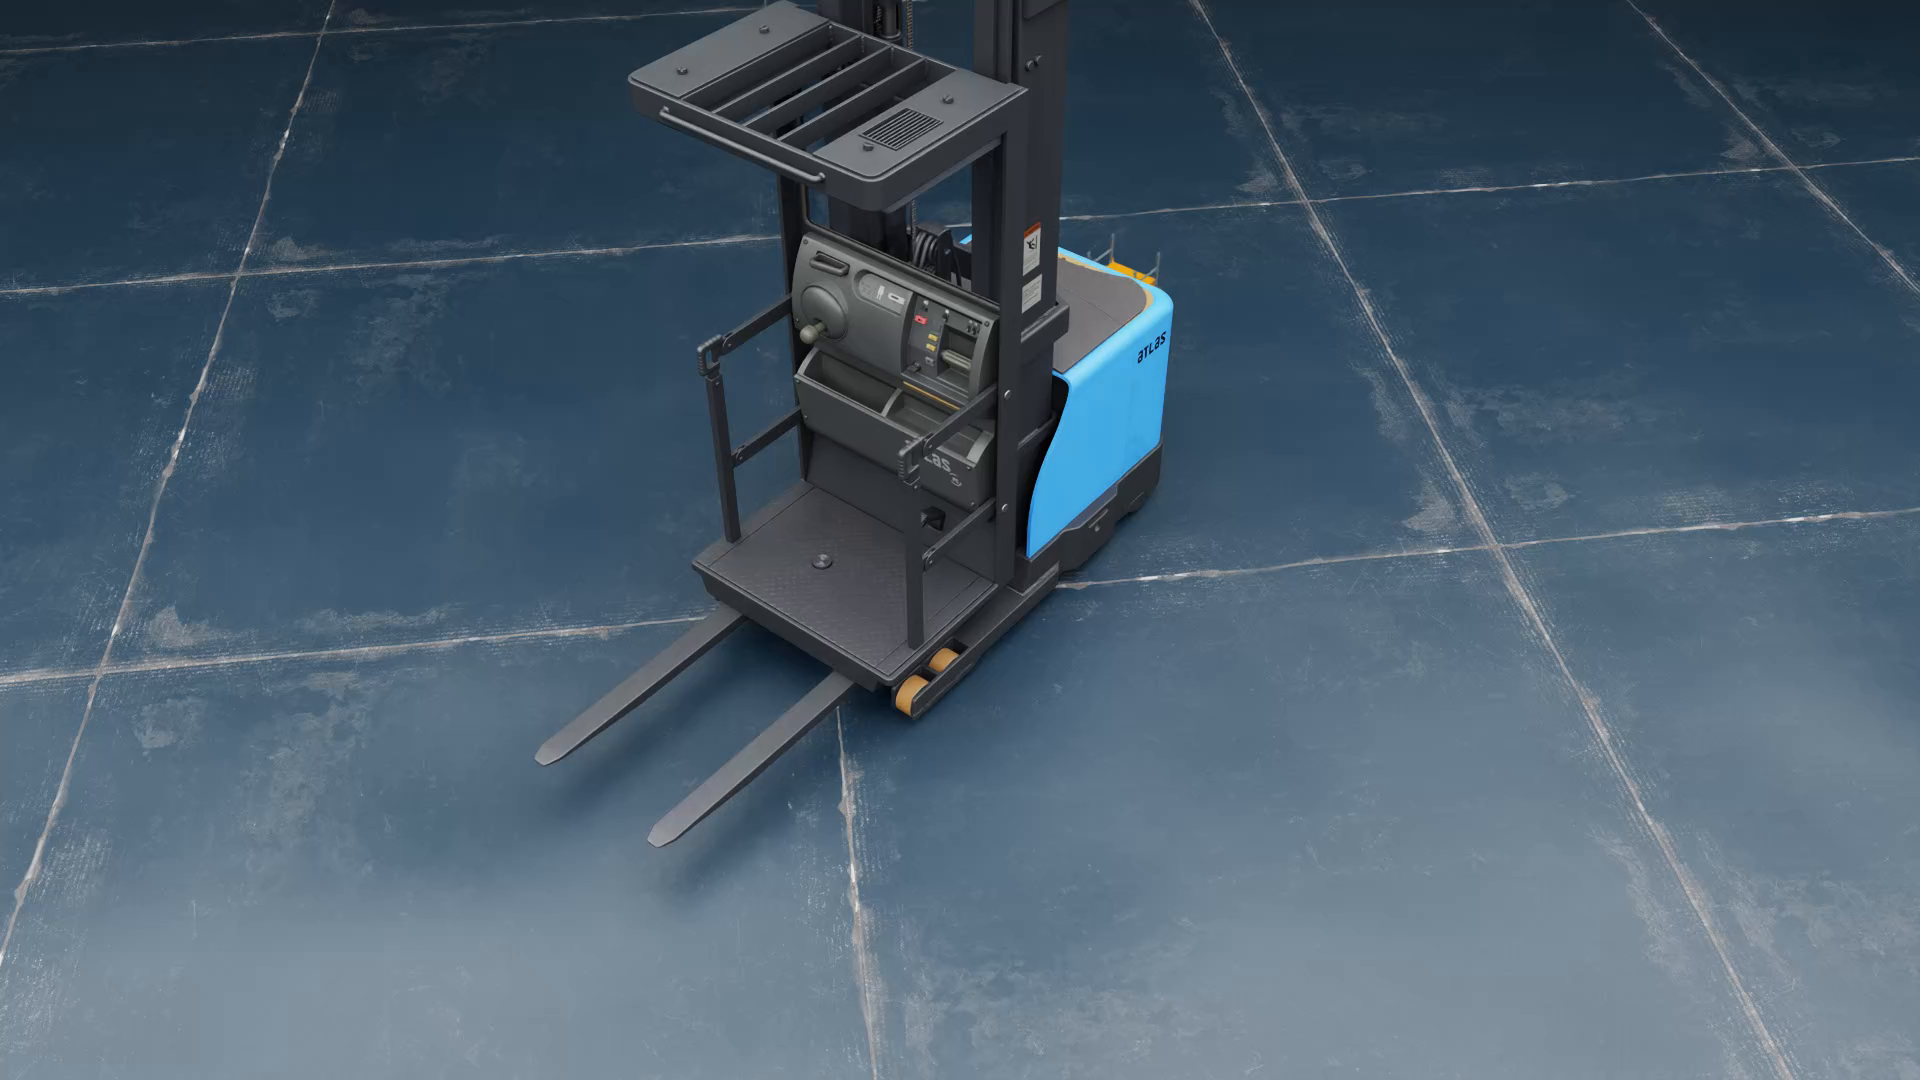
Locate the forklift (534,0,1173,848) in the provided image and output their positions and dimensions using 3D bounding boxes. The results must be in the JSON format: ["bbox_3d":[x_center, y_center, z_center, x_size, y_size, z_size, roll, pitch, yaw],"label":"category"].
[{"bbox_3d":[-0.393,-0.758,6.118,1.130,2.935,3.031,28,49,28],"label":"forklift"}]

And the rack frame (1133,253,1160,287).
[{"bbox_3d":[0.814,-0.819,7.589,0.008,1.050,0.200,28,49,28],"label":"rack frame"}]

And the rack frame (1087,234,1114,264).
[{"bbox_3d":[0.623,-0.920,7.702,0.008,1.050,0.200,28,49,28],"label":"rack frame"}]

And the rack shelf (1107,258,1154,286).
[{"bbox_3d":[0.718,-1.072,7.462,0.240,0.259,0.215,28,49,28],"label":"rack shelf"}]

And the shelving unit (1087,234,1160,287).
[{"bbox_3d":[0.718,-0.869,7.645,0.252,1.050,0.215,28,49,28],"label":"shelving unit"}]
